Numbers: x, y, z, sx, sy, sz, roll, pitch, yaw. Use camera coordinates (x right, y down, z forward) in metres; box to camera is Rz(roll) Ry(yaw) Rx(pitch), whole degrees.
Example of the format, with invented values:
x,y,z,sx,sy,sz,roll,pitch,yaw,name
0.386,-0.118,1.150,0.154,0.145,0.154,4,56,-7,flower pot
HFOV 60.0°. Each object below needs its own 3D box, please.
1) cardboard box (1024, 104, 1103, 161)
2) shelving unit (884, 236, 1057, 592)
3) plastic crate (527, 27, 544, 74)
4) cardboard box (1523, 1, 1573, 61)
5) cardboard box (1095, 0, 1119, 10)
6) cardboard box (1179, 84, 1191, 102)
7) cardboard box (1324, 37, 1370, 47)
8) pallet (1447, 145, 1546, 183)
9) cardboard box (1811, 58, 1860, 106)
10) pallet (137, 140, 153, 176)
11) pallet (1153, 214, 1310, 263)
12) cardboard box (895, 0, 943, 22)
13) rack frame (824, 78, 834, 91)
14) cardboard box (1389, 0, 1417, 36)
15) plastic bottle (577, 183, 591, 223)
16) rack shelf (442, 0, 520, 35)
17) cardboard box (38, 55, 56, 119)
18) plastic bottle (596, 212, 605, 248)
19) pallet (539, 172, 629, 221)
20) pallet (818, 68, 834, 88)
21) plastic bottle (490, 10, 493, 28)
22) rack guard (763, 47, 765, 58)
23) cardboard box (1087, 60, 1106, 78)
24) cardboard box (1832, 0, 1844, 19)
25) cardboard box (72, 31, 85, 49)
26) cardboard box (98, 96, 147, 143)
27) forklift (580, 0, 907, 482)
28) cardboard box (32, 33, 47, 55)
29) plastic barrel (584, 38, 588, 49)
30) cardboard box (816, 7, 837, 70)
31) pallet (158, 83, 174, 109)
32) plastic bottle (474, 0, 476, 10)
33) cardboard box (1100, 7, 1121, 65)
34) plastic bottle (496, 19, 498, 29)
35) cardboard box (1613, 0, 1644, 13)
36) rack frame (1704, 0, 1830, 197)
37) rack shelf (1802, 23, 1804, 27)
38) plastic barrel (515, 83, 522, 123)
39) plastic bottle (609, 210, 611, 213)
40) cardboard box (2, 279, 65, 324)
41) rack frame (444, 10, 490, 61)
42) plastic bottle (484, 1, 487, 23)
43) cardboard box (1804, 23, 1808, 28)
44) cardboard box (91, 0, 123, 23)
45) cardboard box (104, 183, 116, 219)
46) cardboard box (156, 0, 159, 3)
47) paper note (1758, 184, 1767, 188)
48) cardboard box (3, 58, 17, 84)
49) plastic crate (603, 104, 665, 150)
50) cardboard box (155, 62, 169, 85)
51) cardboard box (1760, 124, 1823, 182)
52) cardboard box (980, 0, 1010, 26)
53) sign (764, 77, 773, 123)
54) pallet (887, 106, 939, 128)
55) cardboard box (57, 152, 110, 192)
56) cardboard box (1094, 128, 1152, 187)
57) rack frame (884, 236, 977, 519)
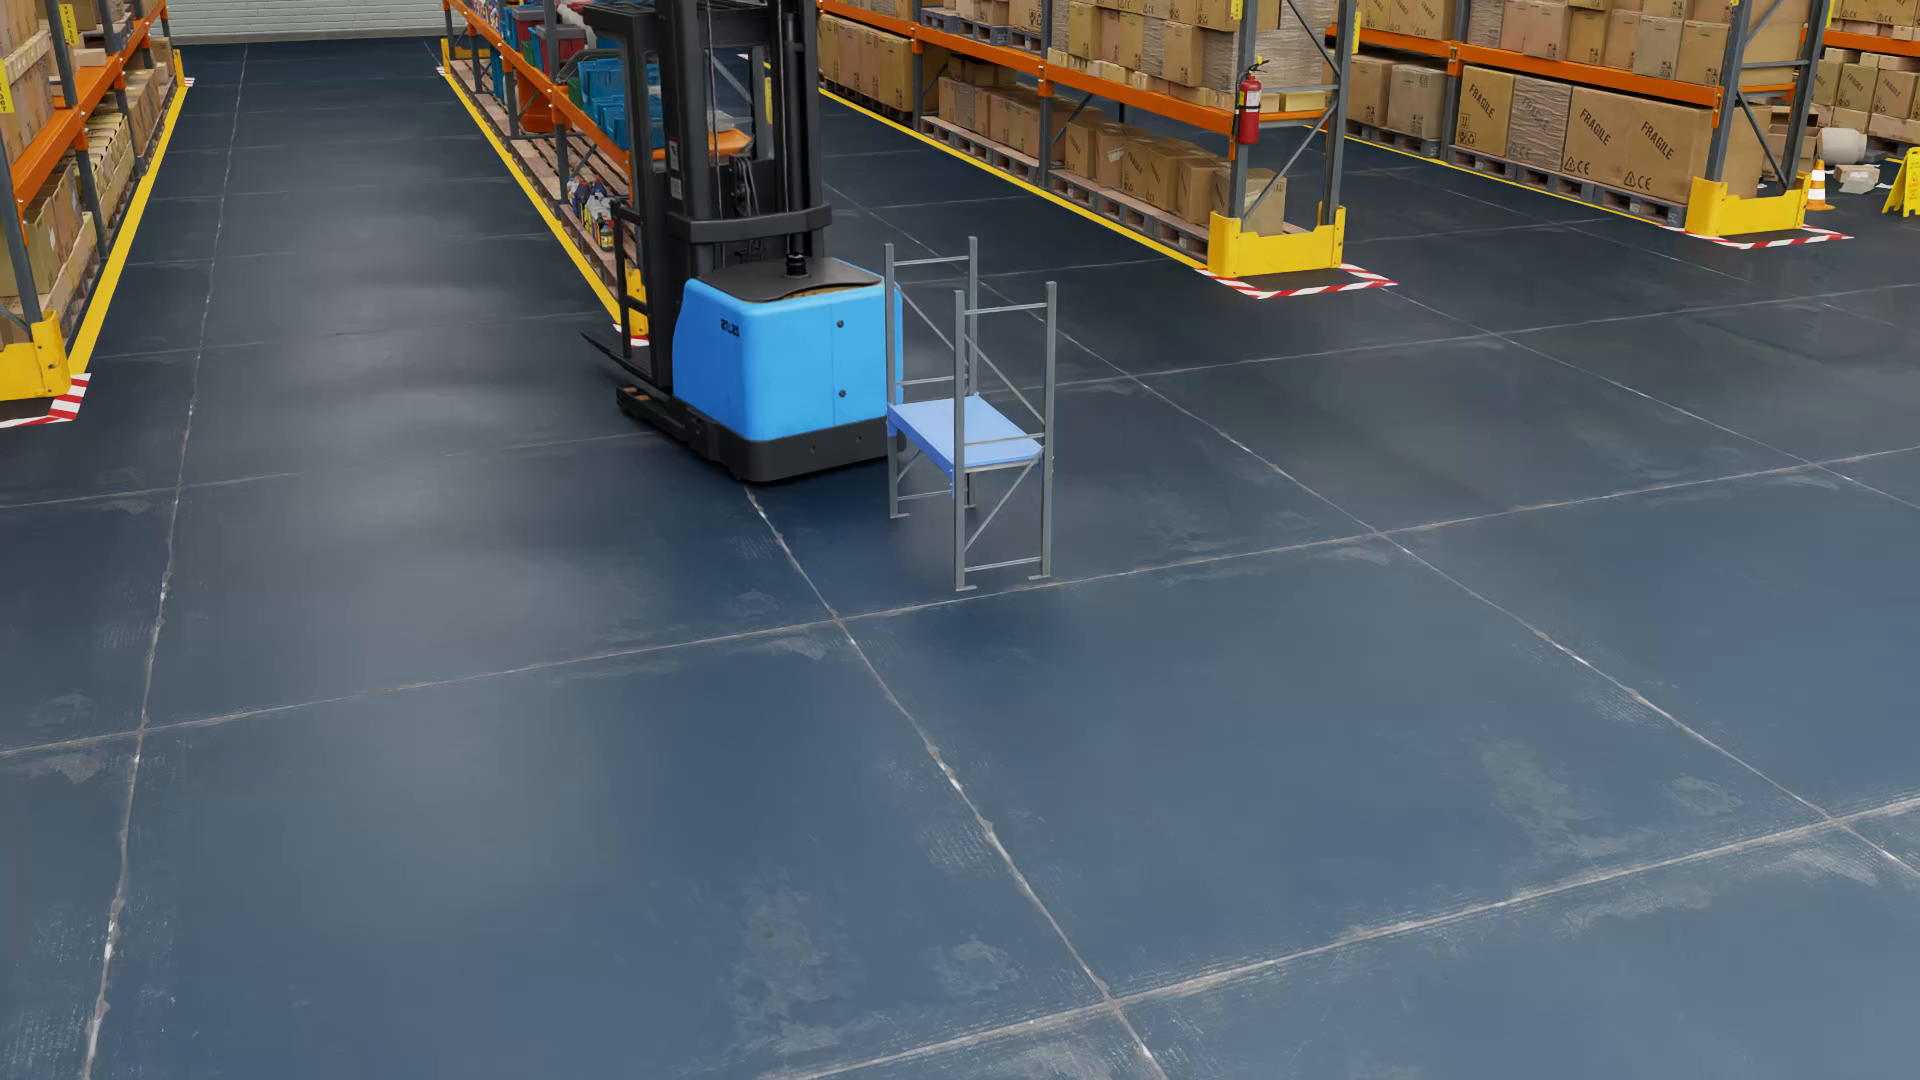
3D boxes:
x,y,z,sx,sy,sz,roll,pitch,yaw,name
1.119,-4.423,18.034,0.700,0.500,0.500,-10,25,-23,cardboard box
0.030,-0.660,8.385,0.538,1.500,1.048,-8,24,-19,shelving unit
-3.998,-4.817,16.338,0.392,0.384,0.575,-8,24,-19,plastic crate
6.430,-5.318,17.311,0.875,0.550,0.550,-8,24,-19,cardboard box
1.592,-5.228,15.494,0.500,0.500,0.500,-8,24,-19,cardboard box
2.137,-3.920,14.512,0.380,0.149,0.250,-8,24,-19,cardboard box
4.710,-6.167,21.875,1.050,0.750,0.750,-9,24,-20,cardboard box
6.188,-4.218,18.486,1.003,0.211,1.213,-8,24,-19,pallet
10.543,-5.526,20.034,0.500,0.500,0.500,-7,24,-16,cardboard box
-9.594,-4.233,18.522,1.003,0.211,1.213,-8,24,-19,pallet
2.449,-2.735,14.968,1.003,0.211,1.213,-8,24,-19,pallet
-0.503,-6.791,20.871,0.500,0.500,0.500,-8,24,-17,cardboard box
-1.510,-8.053,23.994,1.000,3.000,0.127,-8,24,-19,rack frame
5.379,-6.173,19.404,0.500,0.500,0.500,-9,24,-20,cardboard box
-3.354,-3.030,14.921,0.144,0.351,0.185,-9,25,-21,plastic bottle
-6.850,-7.769,24.246,1.077,0.370,4.000,-8,24,-19,rack shelf
-7.790,-3.674,13.476,0.700,0.500,0.500,-9,24,-20,cardboard box
-3.022,-2.611,14.015,0.061,0.283,0.133,-8,24,-18,plastic bottle
-3.631,-3.462,16.691,1.003,0.211,1.213,-8,24,-19,pallet
-1.705,-7.055,25.217,1.003,0.211,1.213,-8,24,-19,pallet
-5.618,-6.293,20.074,0.097,0.201,0.097,0,23,0,plastic bottle
-2.931,-8.363,27.949,1.175,0.500,0.348,-8,24,-19,rack guard
1.448,-4.545,15.996,0.380,0.149,0.250,-8,24,-19,cardboard box
10.482,-6.491,19.776,0.500,0.500,0.500,-8,24,-19,cardboard box
-9.278,-5.063,17.014,0.500,0.311,0.500,-7,24,-16,cardboard box
-9.449,-4.687,18.659,0.500,0.500,0.500,-9,25,-21,cardboard box
-1.550,-2.196,10.186,1.130,2.935,3.031,-14,27,-31,forklift
-7.571,-3.974,13.352,0.380,0.149,0.250,-9,24,-20,cardboard box
-3.641,-4.905,16.703,0.301,0.262,0.301,0,23,0,plastic barrel
-1.668,-7.518,24.920,0.875,0.875,0.875,-8,24,-19,cardboard box
-11.455,-6.104,22.960,1.003,0.211,1.213,-8,24,-19,pallet
-6.274,-6.999,21.660,0.097,0.271,0.097,0,23,0,plastic bottle
1.832,-4.803,15.772,0.875,0.500,0.500,-8,24,-19,cardboard box
-5.378,-6.045,19.486,0.097,0.201,0.097,0,23,0,plastic bottle
6.959,-5.453,16.242,0.875,0.550,0.550,-8,24,-19,cardboard box
7.405,-4.337,15.177,1.000,3.000,0.127,-8,24,-19,rack frame
9.881,-6.901,22.188,1.077,0.370,4.000,-8,24,-19,rack shelf
-5.202,-5.335,20.209,0.421,0.512,0.421,0,23,0,plastic barrel
-3.040,-2.771,14.500,0.097,0.201,0.097,0,23,0,plastic bottle
-6.701,-1.668,11.845,0.500,0.250,0.500,-8,24,-19,cardboard box
-7.557,-8.827,25.830,1.000,3.000,0.127,-8,24,-19,rack frame
-5.806,-6.580,20.564,0.144,0.351,0.185,-8,24,-19,plastic bottle
10.399,-6.232,19.997,0.380,0.149,0.250,-8,24,-19,cardboard box
-9.838,-6.053,18.580,0.700,0.500,0.500,-4,23,-9,cardboard box
-8.043,-3.081,15.198,0.500,0.250,0.500,-8,24,-18,cardboard box
-11.421,-7.699,23.026,0.500,0.500,0.500,-8,24,-19,cardboard box
8.454,-3.755,17.622,0.144,0.017,0.142,0,23,-1,paper note
-6.934,-3.320,11.800,0.380,0.149,0.250,-9,24,-20,cardboard box
-2.361,-3.085,12.400,0.499,0.251,0.616,-8,24,-19,plastic crate
-11.462,-6.571,23.452,0.500,0.250,0.500,-8,24,-19,cardboard box
9.011,-4.193,18.050,0.637,0.503,0.797,12,26,27,cardboard box
0.617,-6.004,18.460,0.797,0.503,0.637,-6,24,-14,cardboard box
-1.388,-3.215,12.159,0.100,0.325,0.005,-8,24,-19,sign
-0.305,-5.611,21.792,1.003,0.211,1.213,-8,24,-19,pallet
-8.038,-3.340,15.090,0.500,0.311,0.500,-9,24,-20,cardboard box
1.630,-3.830,16.652,0.500,0.500,0.500,-1,23,-2,cardboard box
-0.149,-0.845,8.823,0.500,1.500,0.032,-8,24,-19,rack frame
